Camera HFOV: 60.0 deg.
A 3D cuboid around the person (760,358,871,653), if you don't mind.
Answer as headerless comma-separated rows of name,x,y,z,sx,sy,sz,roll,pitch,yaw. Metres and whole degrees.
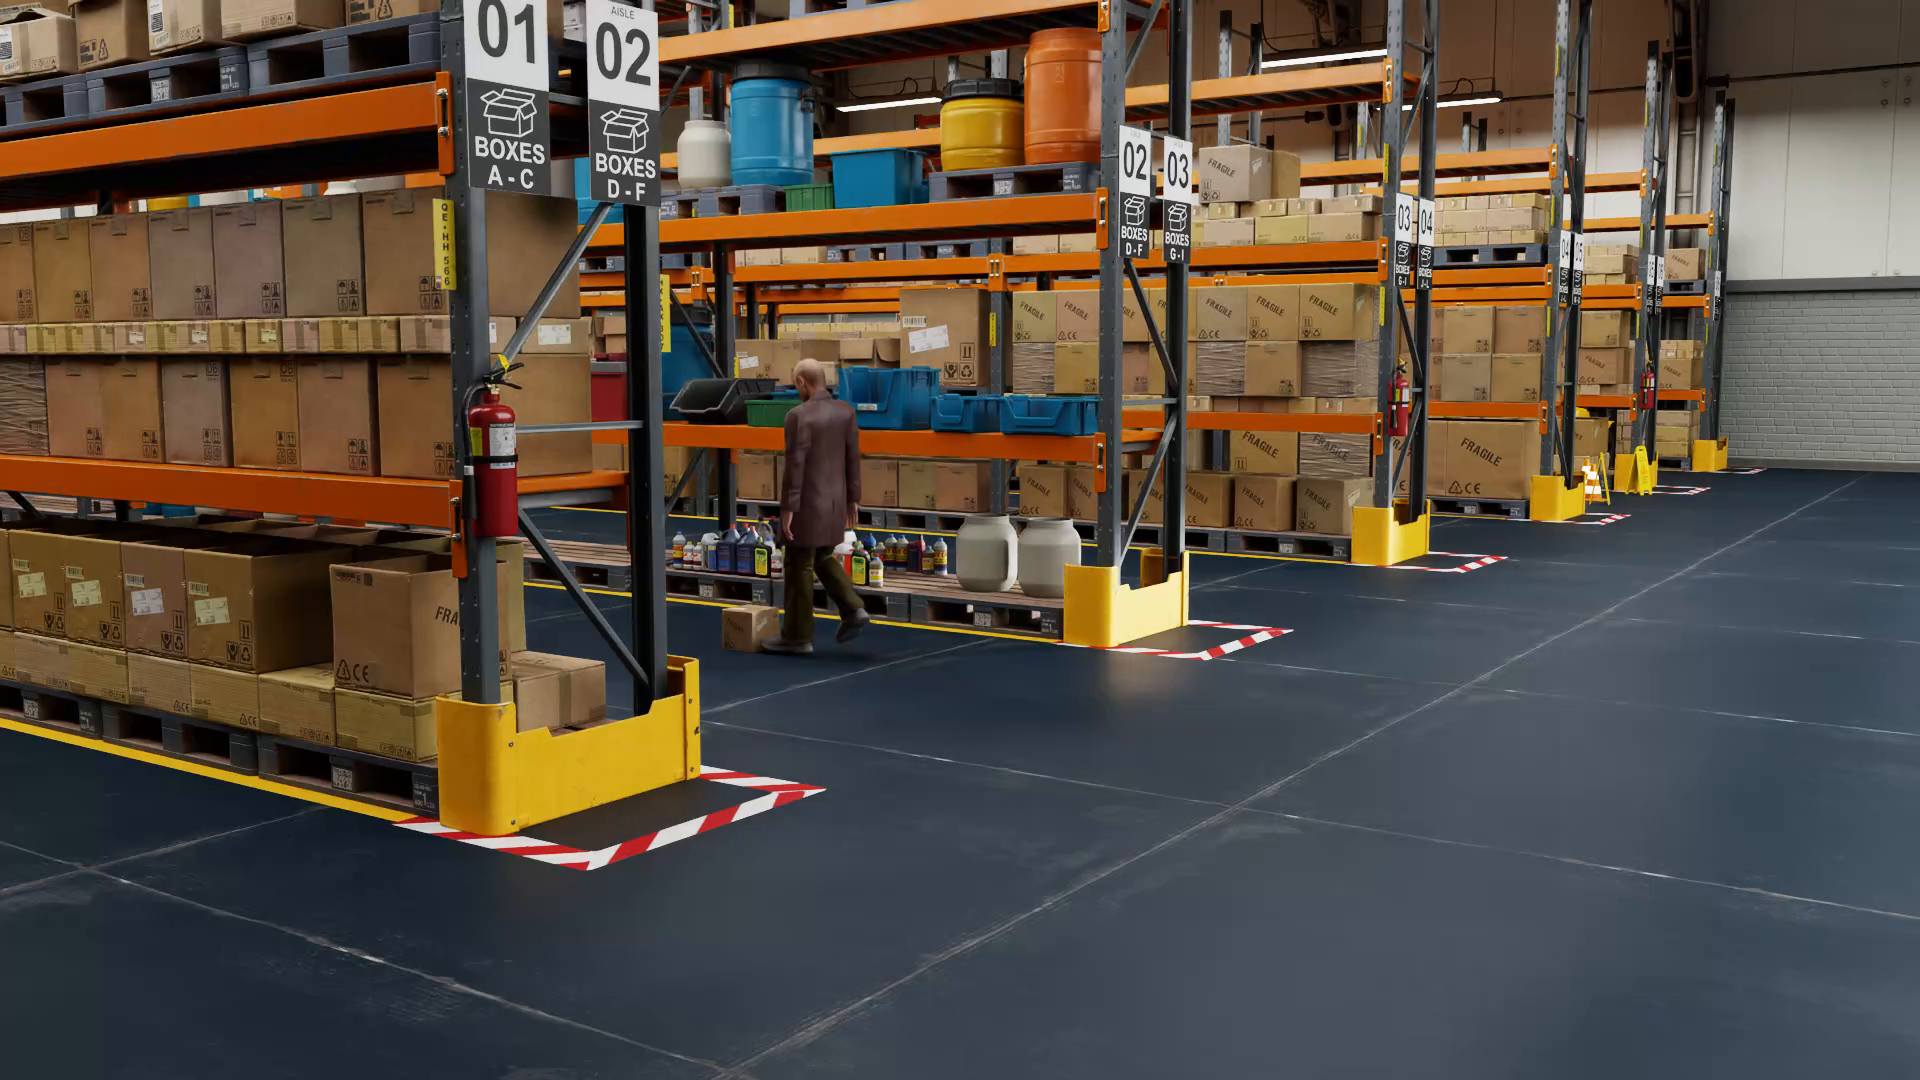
person,-0.892,-0.200,9.953,0.686,1.766,0.613,5,8,40
